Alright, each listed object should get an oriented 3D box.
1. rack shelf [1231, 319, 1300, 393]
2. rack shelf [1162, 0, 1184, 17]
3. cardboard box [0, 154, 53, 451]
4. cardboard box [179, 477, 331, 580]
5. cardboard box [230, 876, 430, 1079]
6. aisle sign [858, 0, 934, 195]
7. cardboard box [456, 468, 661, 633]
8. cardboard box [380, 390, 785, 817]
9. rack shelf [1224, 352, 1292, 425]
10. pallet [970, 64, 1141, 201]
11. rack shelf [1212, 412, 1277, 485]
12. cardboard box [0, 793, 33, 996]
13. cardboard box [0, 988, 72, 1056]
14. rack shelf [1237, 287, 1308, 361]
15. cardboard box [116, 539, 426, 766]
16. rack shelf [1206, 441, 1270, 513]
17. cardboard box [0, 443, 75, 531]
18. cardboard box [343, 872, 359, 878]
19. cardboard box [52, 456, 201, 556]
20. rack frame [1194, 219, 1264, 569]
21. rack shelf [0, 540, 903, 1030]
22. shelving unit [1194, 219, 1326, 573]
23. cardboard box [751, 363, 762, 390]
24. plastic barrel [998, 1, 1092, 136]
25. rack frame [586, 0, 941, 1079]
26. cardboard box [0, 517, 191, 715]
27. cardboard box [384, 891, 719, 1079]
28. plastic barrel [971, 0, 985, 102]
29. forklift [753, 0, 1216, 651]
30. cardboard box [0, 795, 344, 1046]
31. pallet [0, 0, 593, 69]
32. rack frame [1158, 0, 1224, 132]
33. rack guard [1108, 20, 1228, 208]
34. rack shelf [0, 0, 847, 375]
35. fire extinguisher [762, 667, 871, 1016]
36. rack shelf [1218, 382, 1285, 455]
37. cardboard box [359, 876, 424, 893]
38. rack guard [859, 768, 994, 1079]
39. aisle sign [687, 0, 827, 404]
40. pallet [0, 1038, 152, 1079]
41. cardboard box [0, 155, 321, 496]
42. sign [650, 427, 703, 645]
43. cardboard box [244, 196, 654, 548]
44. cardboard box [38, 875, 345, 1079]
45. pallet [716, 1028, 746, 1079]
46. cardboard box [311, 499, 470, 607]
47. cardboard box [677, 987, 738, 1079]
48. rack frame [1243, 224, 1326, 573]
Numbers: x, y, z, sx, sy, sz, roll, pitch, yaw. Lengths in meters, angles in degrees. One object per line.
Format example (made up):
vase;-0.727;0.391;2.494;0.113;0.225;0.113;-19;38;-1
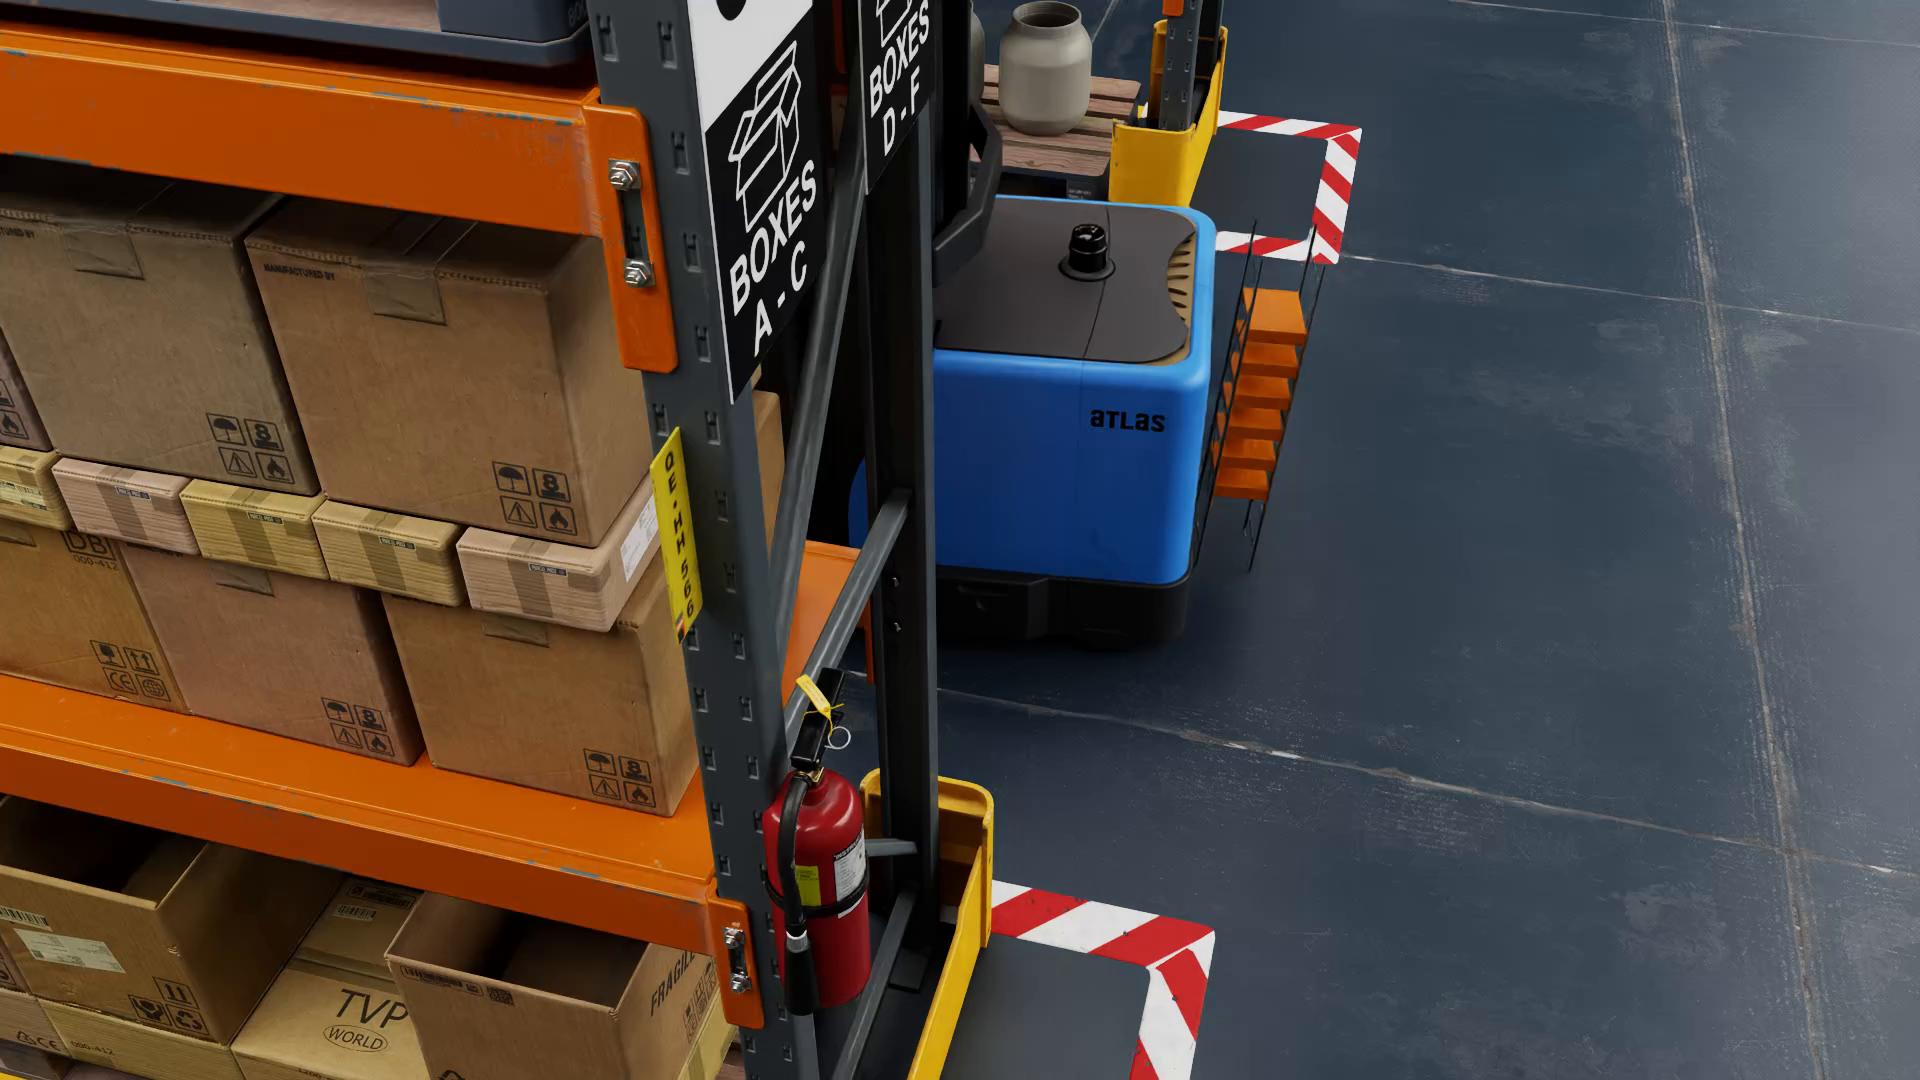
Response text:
rack shelf;0.950;-0.578;5.194;0.180;0.103;0.258;5;40;-1
rack shelf;-0.889;-2.937;7.474;4.000;0.370;1.077;10;41;11
cardboard box;-1.737;-0.600;3.046;0.500;0.500;0.700;10;41;12
cardboard box;-1.160;-0.120;2.979;0.250;0.149;0.380;9;41;11
cardboard box;-1.322;1.108;3.910;0.500;0.250;0.500;10;41;11
aisle sign;-0.099;-0.978;2.561;0.004;0.787;0.394;10;41;11
cardboard box;-0.660;-0.035;2.877;0.250;0.149;0.380;9;41;11
cardboard box;-0.689;0.073;3.253;0.500;0.500;0.700;10;41;11
rack shelf;0.941;-0.487;5.271;0.180;0.103;0.258;5;40;-1
pallet;0.174;-1.934;7.889;1.213;0.211;1.003;10;41;11
rack shelf;0.924;-0.304;5.426;0.180;0.103;0.258;5;40;-1
cardboard box;-2.289;0.656;3.864;0.500;0.500;0.500;10;41;11
cardboard box;-2.288;0.941;4.108;0.500;0.250;0.500;10;41;11
rack shelf;0.958;-0.670;5.117;0.180;0.103;0.258;5;40;-1
cardboard box;-1.198;-0.011;3.353;0.500;0.500;0.700;11;41;13
rack shelf;0.916;-0.213;5.503;0.180;0.103;0.258;5;40;-1
cardboard box;-1.656;-0.207;3.082;0.250;0.149;0.380;11;41;13
cardboard box;-1.669;0.697;4.399;0.500;0.250;0.500;10;41;11
cardboard box;-1.402;-0.163;3.030;0.250;0.149;0.380;10;41;12
rack frame;0.845;-0.437;5.318;0.006;1.200;0.240;5;40;-1
rack shelf;-2.173;0.140;3.811;4.000;0.370;1.077;10;41;11
shelving unit;0.936;-0.429;5.320;0.189;1.200;0.258;5;40;-1
cardboard box;-0.565;-0.289;3.180;0.250;0.149;0.380;9;41;11
plastic barrel;0.387;-2.150;7.586;0.421;0.512;0.421;0;40;0
rack frame;-0.241;0.197;3.183;0.127;3.000;1.000;10;41;11
cardboard box;-1.676;-0.098;3.456;0.500;0.500;0.700;10;41;12
cardboard box;-0.836;0.897;3.577;0.500;0.500;0.500;10;41;11
plastic barrel;-0.097;-2.233;7.685;0.421;0.512;0.421;0;40;0
forklift;-0.723;-1.197;4.897;3.031;2.935;1.130;5;40;6
cardboard box;-1.806;0.740;3.765;0.500;0.500;0.500;10;41;11
pallet;-0.918;-1.052;2.406;1.213;0.211;1.003;10;41;11
rack frame;1.043;-2.880;6.847;0.127;3.000;1.000;10;41;11
rack guard;0.957;-1.906;7.631;0.348;0.500;1.175;10;41;11
rack shelf;-2.173;-1.009;2.846;4.000;0.370;1.077;10;41;11
fire extinguisher;-0.247;0.535;2.841;0.183;0.674;0.296;10;41;11
rack shelf;0.933;-0.395;5.348;0.180;0.103;0.258;5;40;-1
cardboard box;-1.186;0.781;4.300;0.500;0.250;0.500;10;41;11
rack guard;-0.218;1.158;3.983;0.348;0.500;1.175;10;41;11
aisle sign;-0.254;-0.605;2.117;0.004;0.787;0.394;10;41;11
pallet;-2.166;0.959;4.444;1.213;0.211;1.003;10;41;11
cardboard box;-1.250;-0.517;2.946;0.500;0.500;0.700;9;41;10
sign;-0.395;-0.003;2.336;0.005;0.325;0.100;10;41;11
cardboard box;-0.740;-0.433;2.846;0.500;0.500;0.700;10;41;12
cardboard box;-1.805;1.026;4.008;0.500;0.250;0.500;10;41;11
pallet;-0.991;1.163;4.201;1.213;0.211;1.003;10;41;11
cardboard box;-0.913;-0.078;2.928;0.250;0.149;0.380;11;41;13
cardboard box;-0.836;1.183;3.820;0.500;0.250;0.500;10;41;11
rack frame;1.027;-0.422;5.321;0.006;1.200;0.240;5;40;-1
